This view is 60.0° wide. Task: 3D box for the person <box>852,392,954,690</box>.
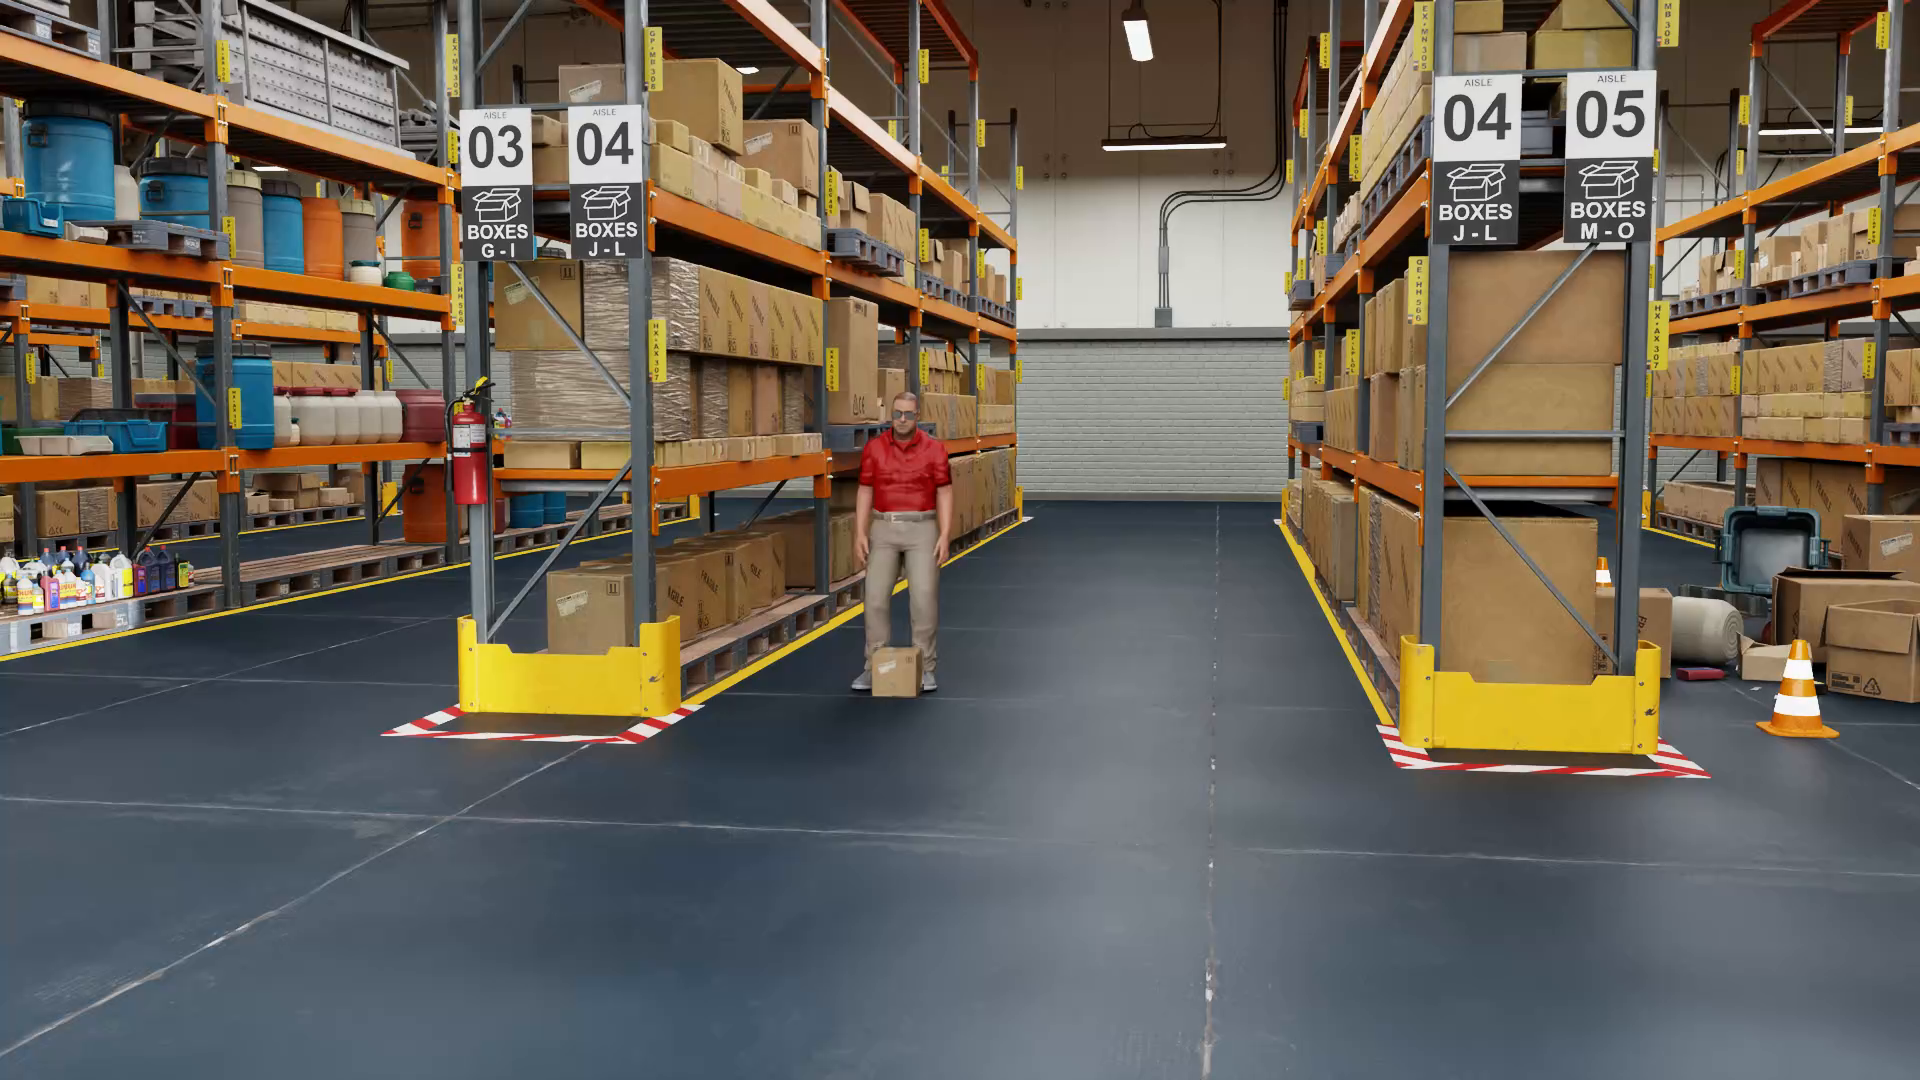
[{"bbox_3d":[-0.330,0.002,9.701,0.578,1.727,0.390,1,4,7],"label":"person"}]
